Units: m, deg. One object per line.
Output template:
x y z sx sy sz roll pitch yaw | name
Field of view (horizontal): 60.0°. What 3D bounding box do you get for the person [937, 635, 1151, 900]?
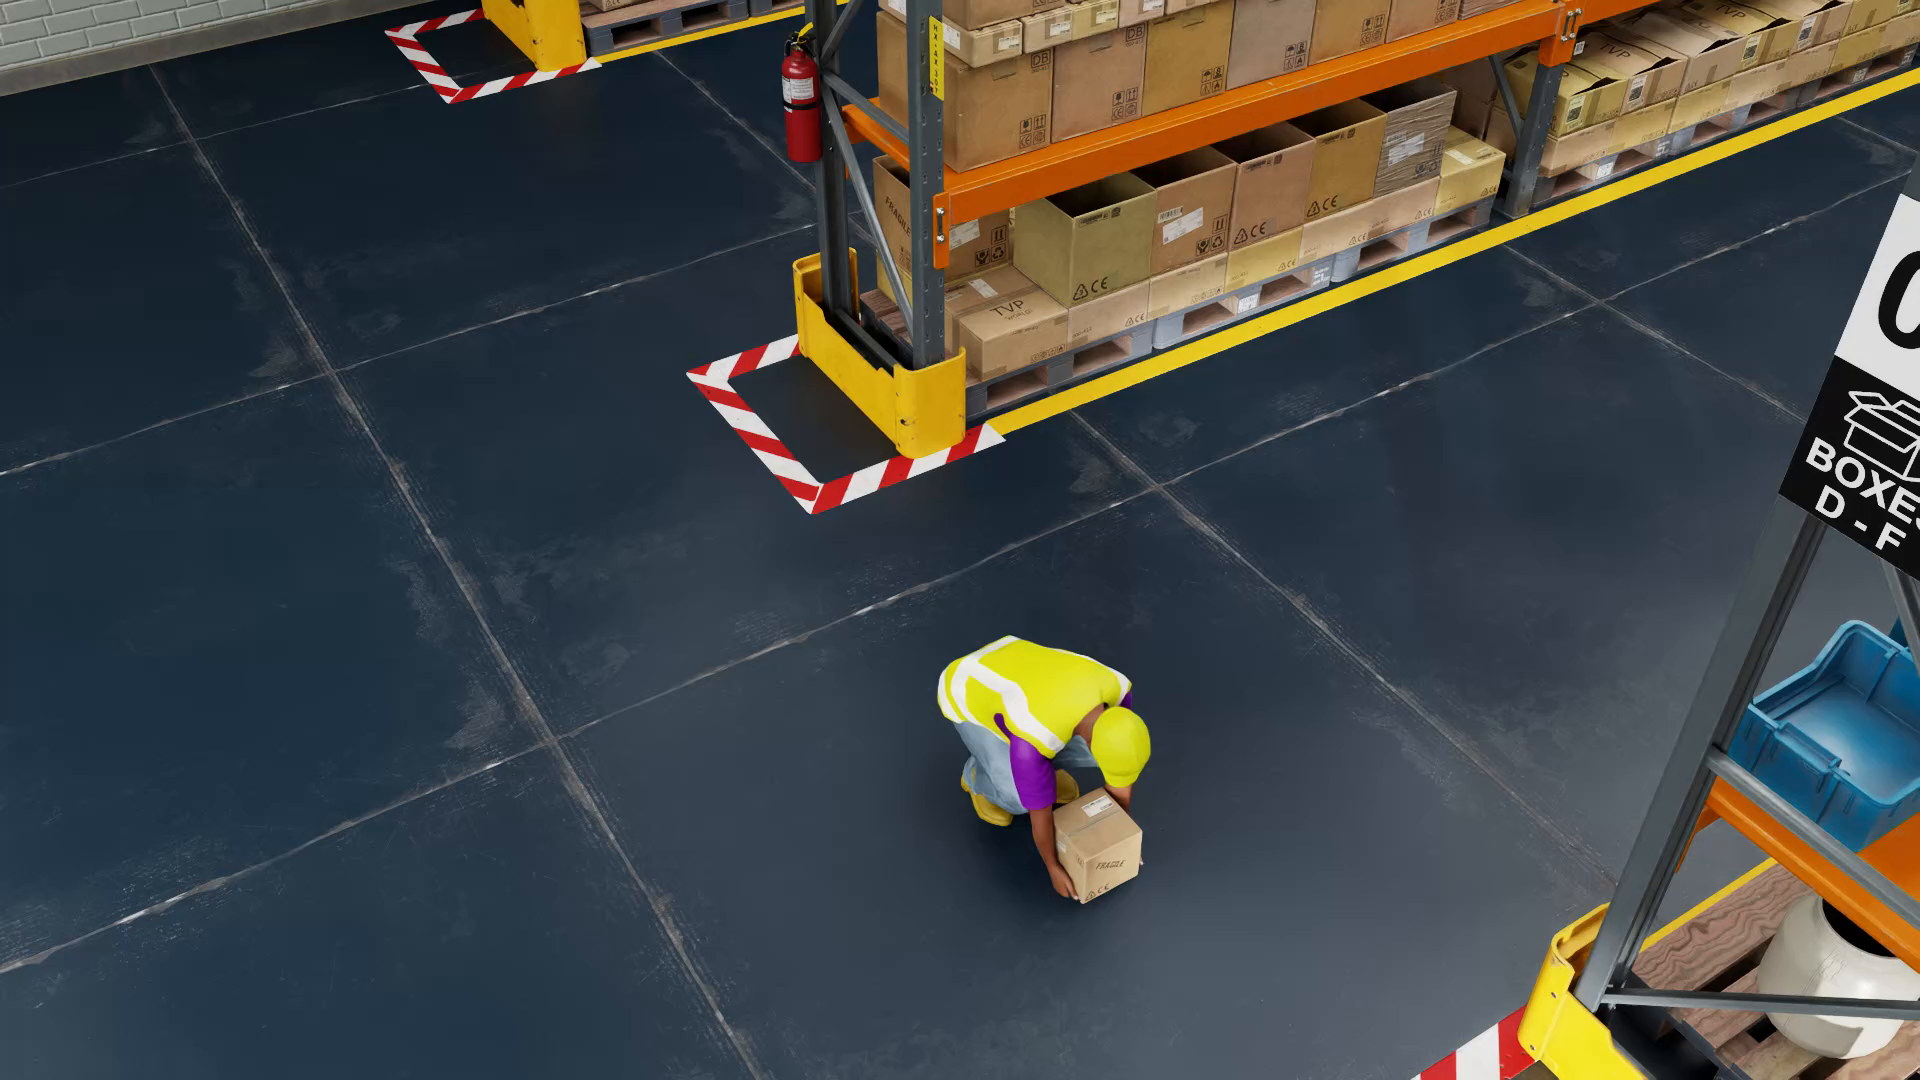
0.329 0.755 6.067 0.546 0.893 0.929 -23 46 -25 | person
